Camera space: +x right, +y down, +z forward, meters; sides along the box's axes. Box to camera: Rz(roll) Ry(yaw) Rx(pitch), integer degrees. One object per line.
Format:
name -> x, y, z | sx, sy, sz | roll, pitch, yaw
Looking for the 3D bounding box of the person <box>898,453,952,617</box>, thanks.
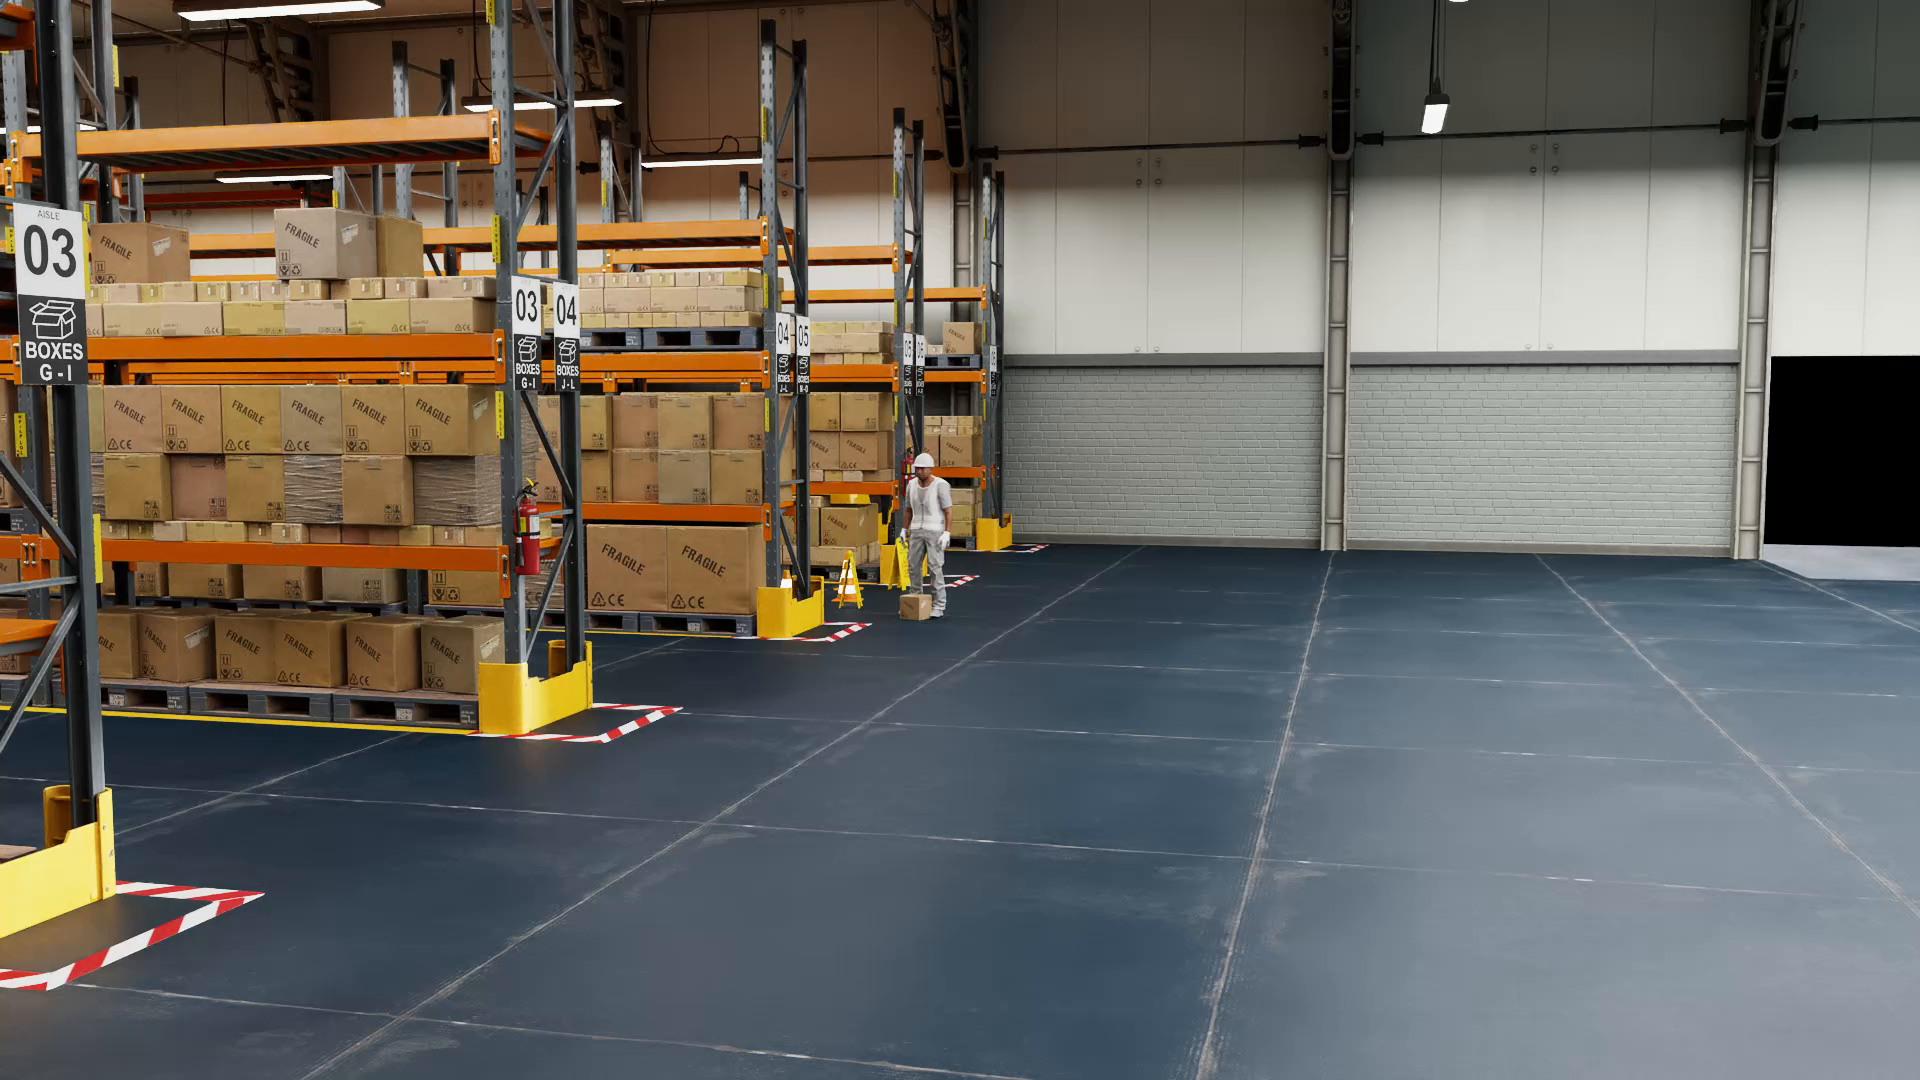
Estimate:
person -> -0.370, -0.055, 18.054 | 0.618, 1.775, 0.446 | 3, 6, 32
